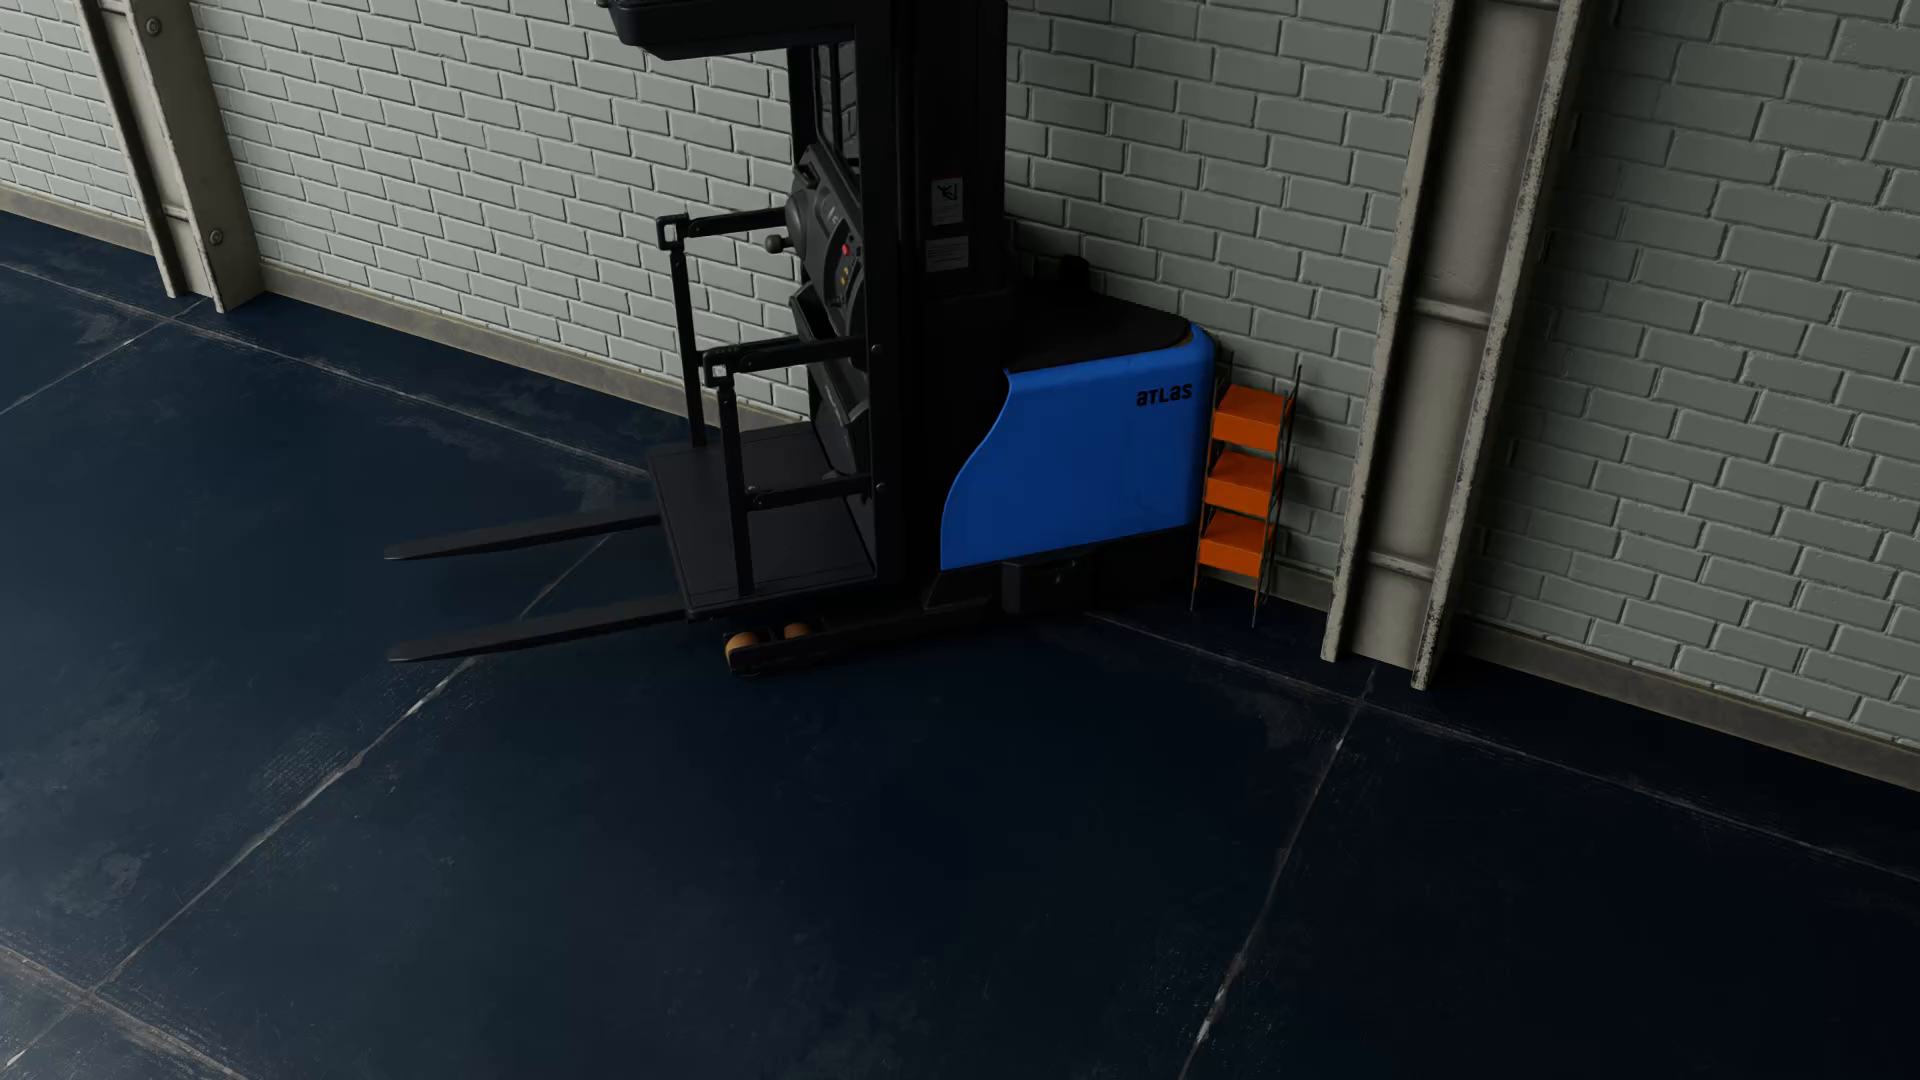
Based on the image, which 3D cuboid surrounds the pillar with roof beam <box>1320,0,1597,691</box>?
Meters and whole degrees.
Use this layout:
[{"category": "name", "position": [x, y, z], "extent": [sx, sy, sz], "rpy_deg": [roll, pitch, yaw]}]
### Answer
[{"category": "pillar with roof beam", "position": [-0.396, -0.862, 0.443], "extent": [0.400, 9.000, 9.100], "rpy_deg": [17, 41, 21]}]

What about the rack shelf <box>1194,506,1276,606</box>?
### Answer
[{"category": "rack shelf", "position": [1.041, 0.059, 6.281], "extent": [0.240, 0.259, 0.215], "rpy_deg": [15, 40, 19]}]

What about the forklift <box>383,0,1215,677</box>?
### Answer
[{"category": "forklift", "position": [-0.649, -1.023, 5.674], "extent": [3.031, 2.935, 1.130], "rpy_deg": [-10, 38, -13]}]

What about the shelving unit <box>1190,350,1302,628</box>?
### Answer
[{"category": "shelving unit", "position": [1.041, -0.171, 6.107], "extent": [0.252, 1.050, 0.215], "rpy_deg": [15, 40, 19]}]

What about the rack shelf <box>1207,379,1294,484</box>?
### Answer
[{"category": "rack shelf", "position": [1.041, -0.388, 5.942], "extent": [0.240, 0.259, 0.215], "rpy_deg": [15, 40, 19]}]

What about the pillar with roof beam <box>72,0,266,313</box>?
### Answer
[{"category": "pillar with roof beam", "position": [-5.724, -2.530, 2.640], "extent": [0.400, 9.000, 9.100], "rpy_deg": [17, 41, 21]}]

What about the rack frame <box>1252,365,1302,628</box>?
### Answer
[{"category": "rack frame", "position": [1.152, -0.141, 6.067], "extent": [0.008, 1.050, 0.200], "rpy_deg": [15, 40, 19]}]

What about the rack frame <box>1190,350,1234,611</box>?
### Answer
[{"category": "rack frame", "position": [0.930, -0.201, 6.146], "extent": [0.008, 1.050, 0.200], "rpy_deg": [15, 40, 19]}]

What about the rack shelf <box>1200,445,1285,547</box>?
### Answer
[{"category": "rack shelf", "position": [1.041, -0.162, 6.113], "extent": [0.240, 0.259, 0.215], "rpy_deg": [15, 40, 19]}]
